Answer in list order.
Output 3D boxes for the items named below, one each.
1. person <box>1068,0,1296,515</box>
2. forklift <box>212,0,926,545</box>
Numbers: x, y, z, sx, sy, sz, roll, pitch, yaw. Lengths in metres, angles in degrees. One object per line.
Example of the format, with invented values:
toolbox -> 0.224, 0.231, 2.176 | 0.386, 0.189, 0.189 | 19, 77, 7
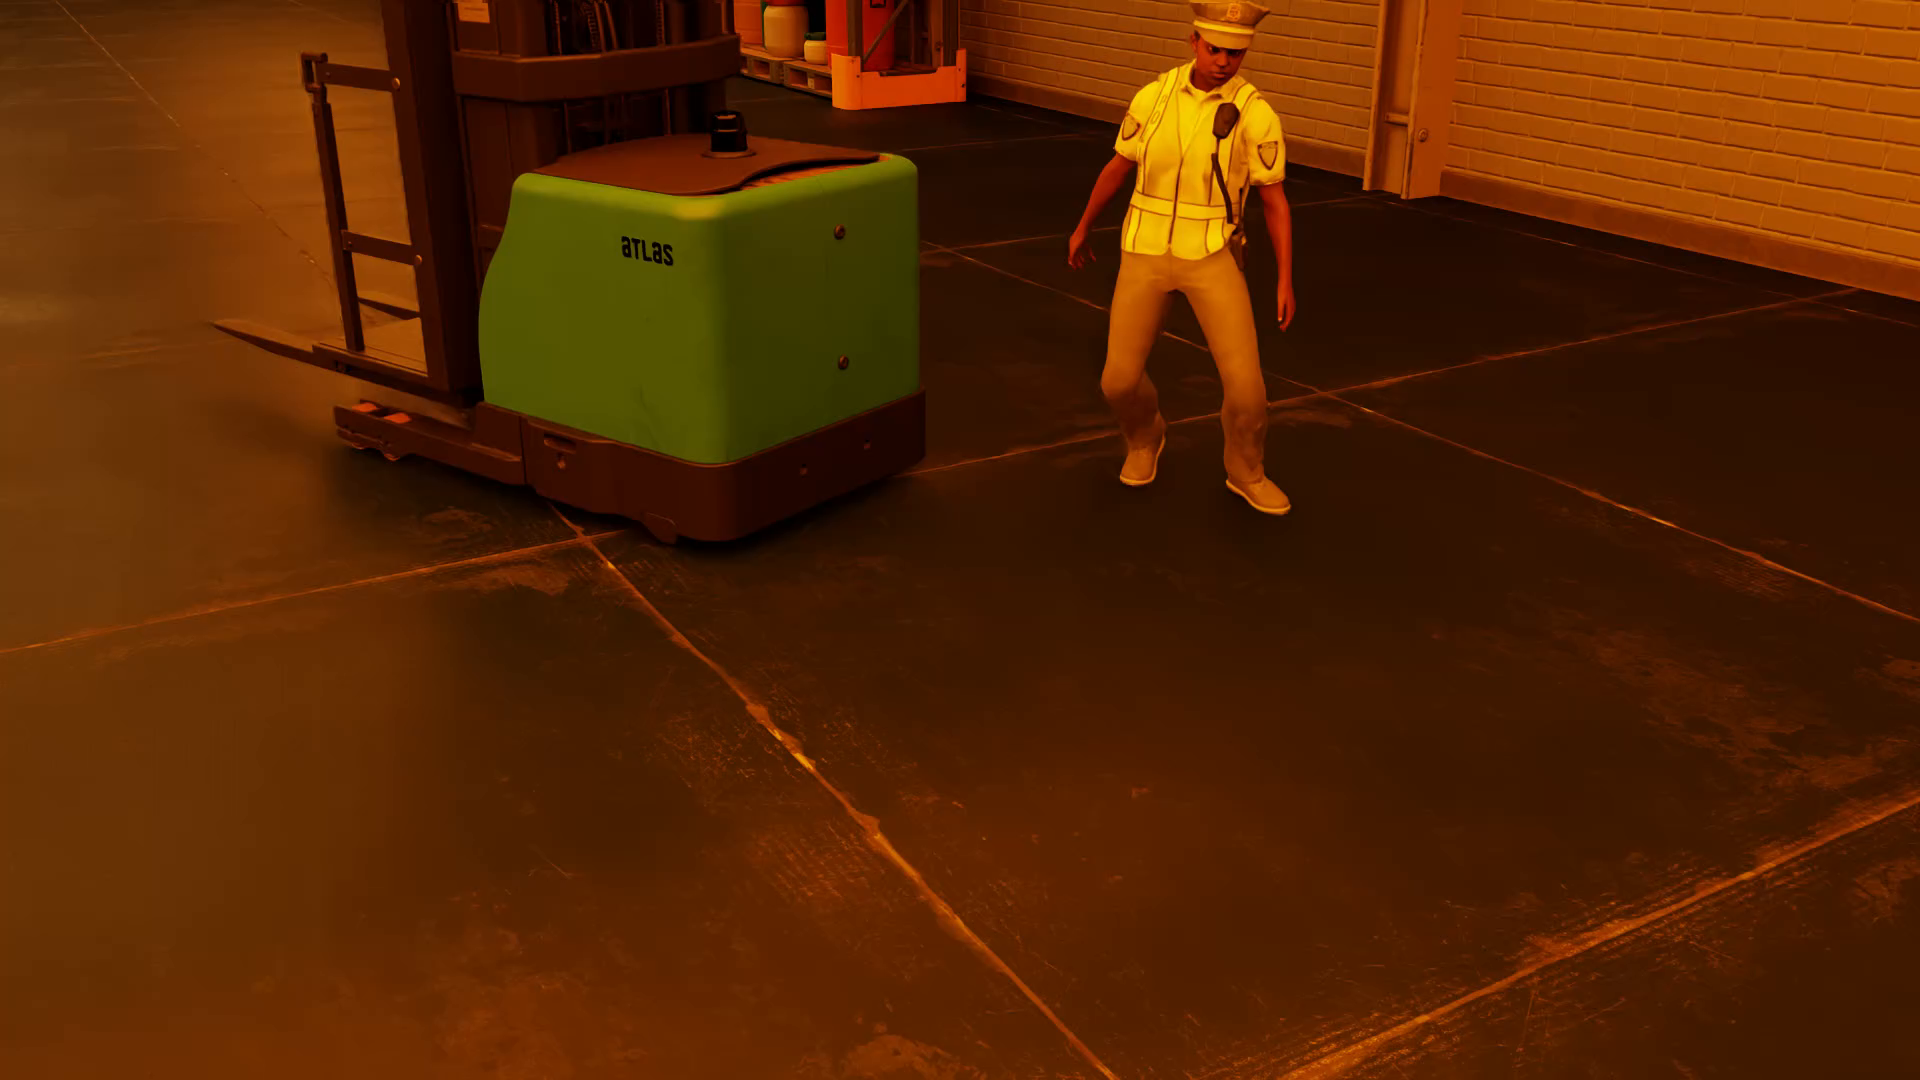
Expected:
person -> 0.717, -0.901, 5.262 | 0.817, 1.592, 0.466 | 10, 25, 24
forklift -> -1.596, -1.774, 5.596 | 3.031, 2.935, 1.130 | 16, 27, 34
